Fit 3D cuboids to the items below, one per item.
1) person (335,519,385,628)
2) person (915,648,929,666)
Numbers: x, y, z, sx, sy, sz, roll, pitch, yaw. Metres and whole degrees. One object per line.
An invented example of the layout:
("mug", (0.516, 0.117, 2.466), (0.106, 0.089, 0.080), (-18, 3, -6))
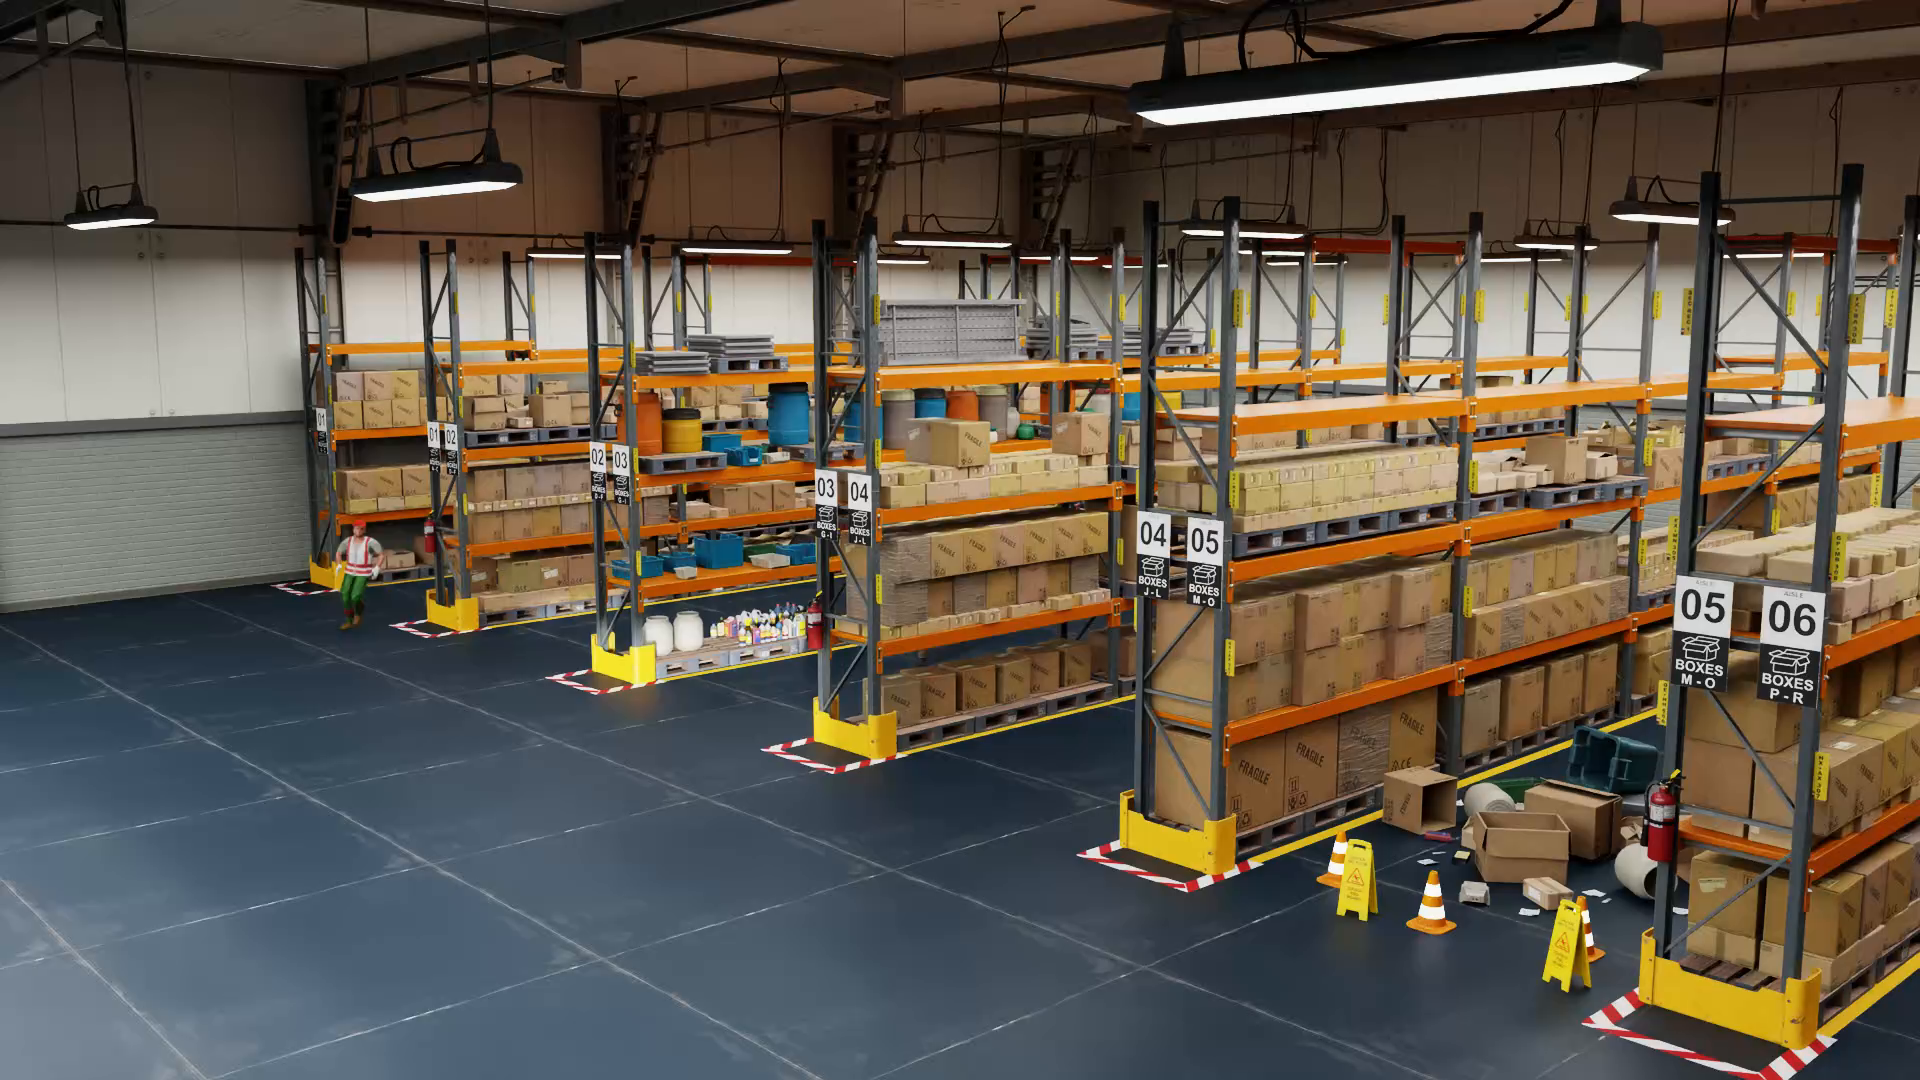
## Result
("person", (-9.340, 0.539, 25.767), (0.718, 1.720, 0.524), (0, 8, 1))
("person", (-0.481, 0.930, 23.459), (0.690, 1.681, 0.694), (5, 10, 30))
